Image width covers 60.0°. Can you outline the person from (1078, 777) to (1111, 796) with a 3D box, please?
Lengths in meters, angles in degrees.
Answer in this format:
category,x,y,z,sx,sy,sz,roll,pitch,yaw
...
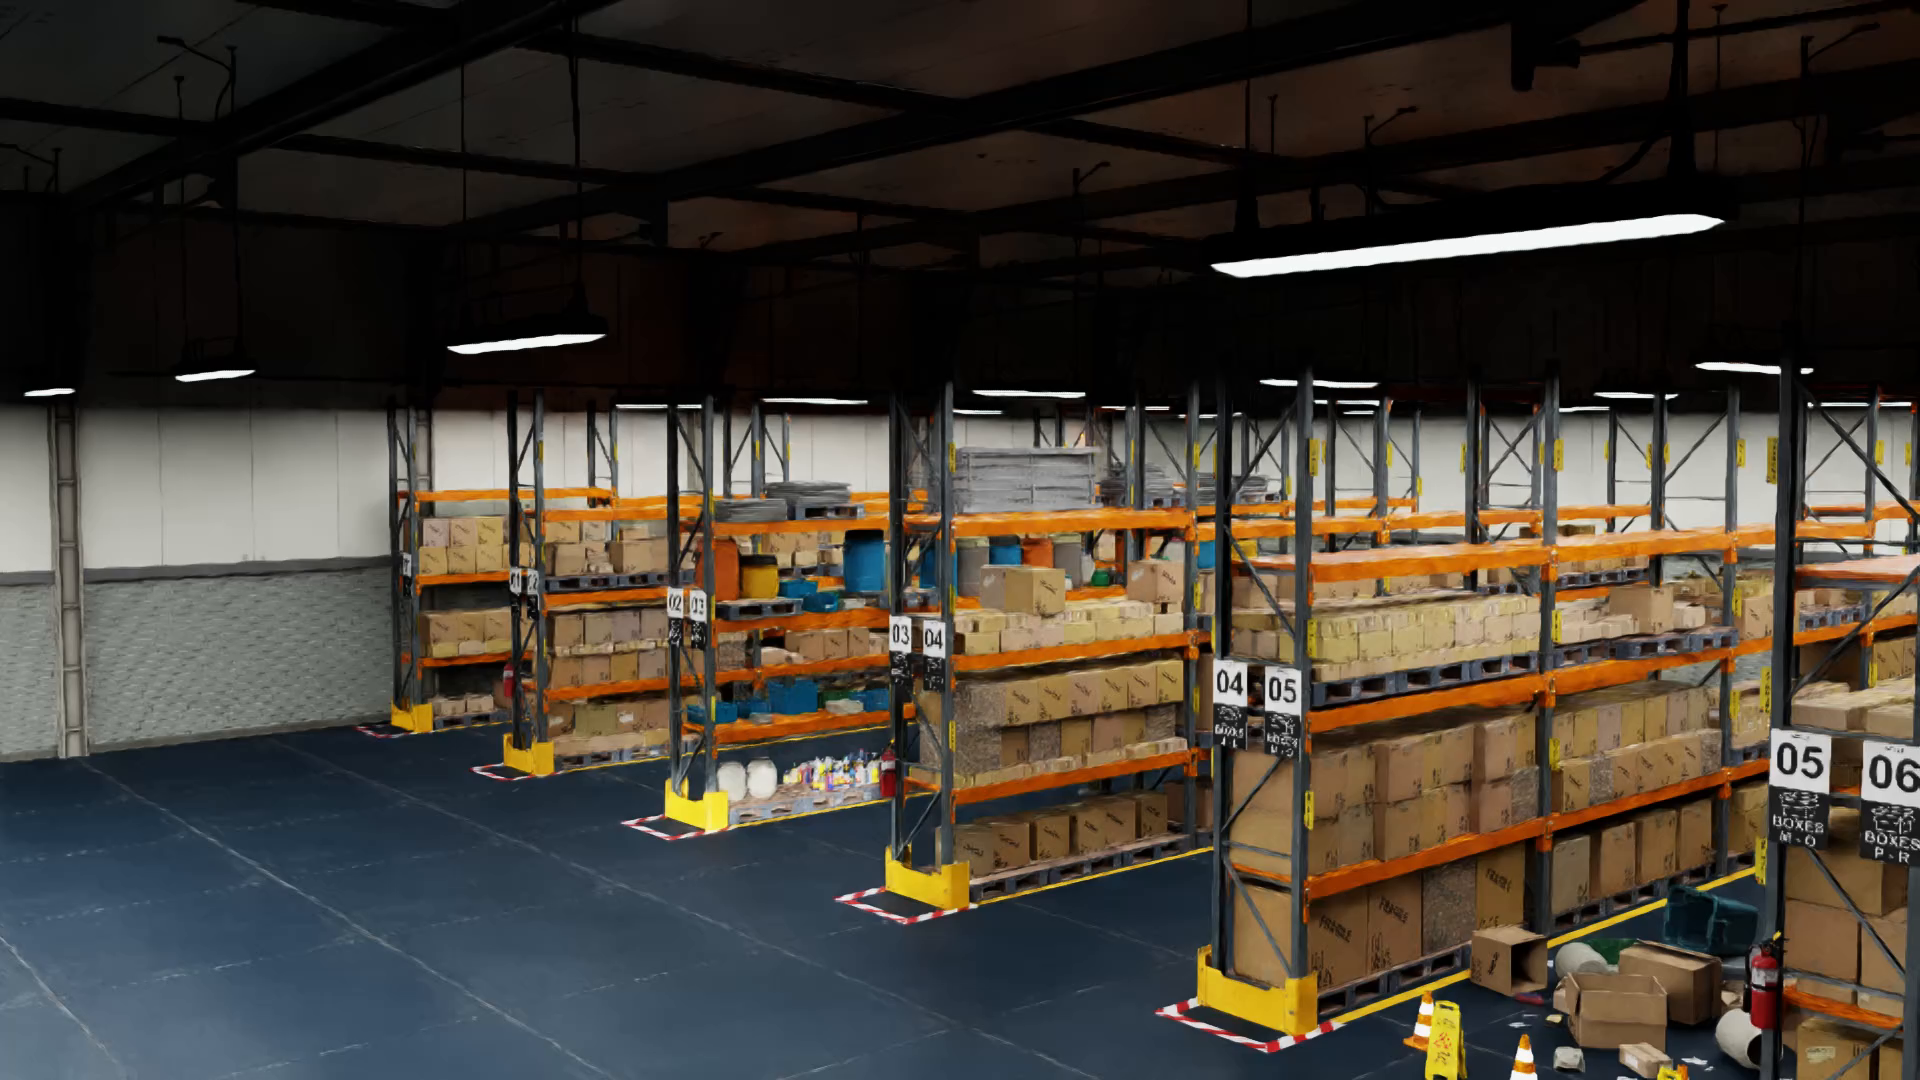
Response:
category,x,y,z,sx,sy,sz,roll,pitch,yaw
person,2.045,2.832,24.433,0.678,1.773,0.630,-1,3,-11
